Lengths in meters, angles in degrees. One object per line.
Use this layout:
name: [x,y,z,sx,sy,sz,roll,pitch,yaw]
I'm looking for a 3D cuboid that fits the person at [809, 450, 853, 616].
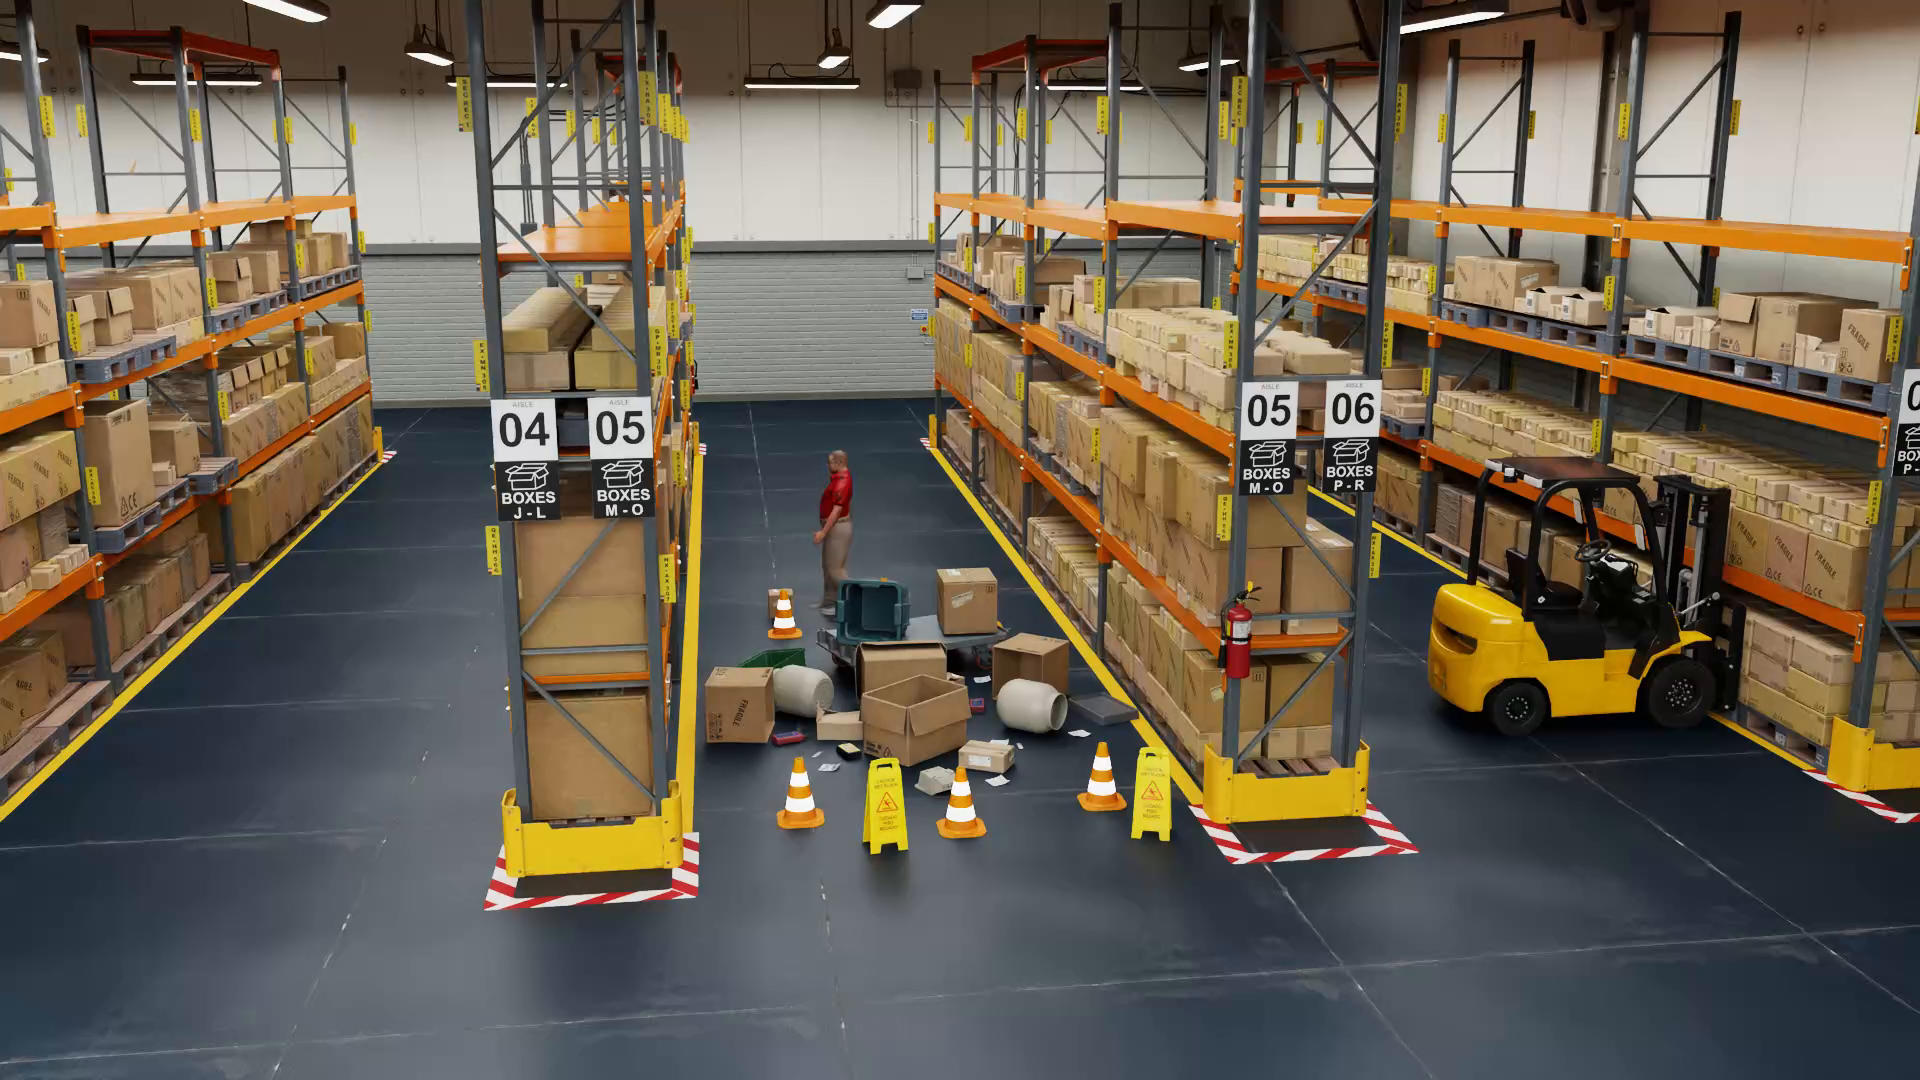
person: [-1.361,-0.068,17.316,0.491,1.758,0.579,0,13,-1]
